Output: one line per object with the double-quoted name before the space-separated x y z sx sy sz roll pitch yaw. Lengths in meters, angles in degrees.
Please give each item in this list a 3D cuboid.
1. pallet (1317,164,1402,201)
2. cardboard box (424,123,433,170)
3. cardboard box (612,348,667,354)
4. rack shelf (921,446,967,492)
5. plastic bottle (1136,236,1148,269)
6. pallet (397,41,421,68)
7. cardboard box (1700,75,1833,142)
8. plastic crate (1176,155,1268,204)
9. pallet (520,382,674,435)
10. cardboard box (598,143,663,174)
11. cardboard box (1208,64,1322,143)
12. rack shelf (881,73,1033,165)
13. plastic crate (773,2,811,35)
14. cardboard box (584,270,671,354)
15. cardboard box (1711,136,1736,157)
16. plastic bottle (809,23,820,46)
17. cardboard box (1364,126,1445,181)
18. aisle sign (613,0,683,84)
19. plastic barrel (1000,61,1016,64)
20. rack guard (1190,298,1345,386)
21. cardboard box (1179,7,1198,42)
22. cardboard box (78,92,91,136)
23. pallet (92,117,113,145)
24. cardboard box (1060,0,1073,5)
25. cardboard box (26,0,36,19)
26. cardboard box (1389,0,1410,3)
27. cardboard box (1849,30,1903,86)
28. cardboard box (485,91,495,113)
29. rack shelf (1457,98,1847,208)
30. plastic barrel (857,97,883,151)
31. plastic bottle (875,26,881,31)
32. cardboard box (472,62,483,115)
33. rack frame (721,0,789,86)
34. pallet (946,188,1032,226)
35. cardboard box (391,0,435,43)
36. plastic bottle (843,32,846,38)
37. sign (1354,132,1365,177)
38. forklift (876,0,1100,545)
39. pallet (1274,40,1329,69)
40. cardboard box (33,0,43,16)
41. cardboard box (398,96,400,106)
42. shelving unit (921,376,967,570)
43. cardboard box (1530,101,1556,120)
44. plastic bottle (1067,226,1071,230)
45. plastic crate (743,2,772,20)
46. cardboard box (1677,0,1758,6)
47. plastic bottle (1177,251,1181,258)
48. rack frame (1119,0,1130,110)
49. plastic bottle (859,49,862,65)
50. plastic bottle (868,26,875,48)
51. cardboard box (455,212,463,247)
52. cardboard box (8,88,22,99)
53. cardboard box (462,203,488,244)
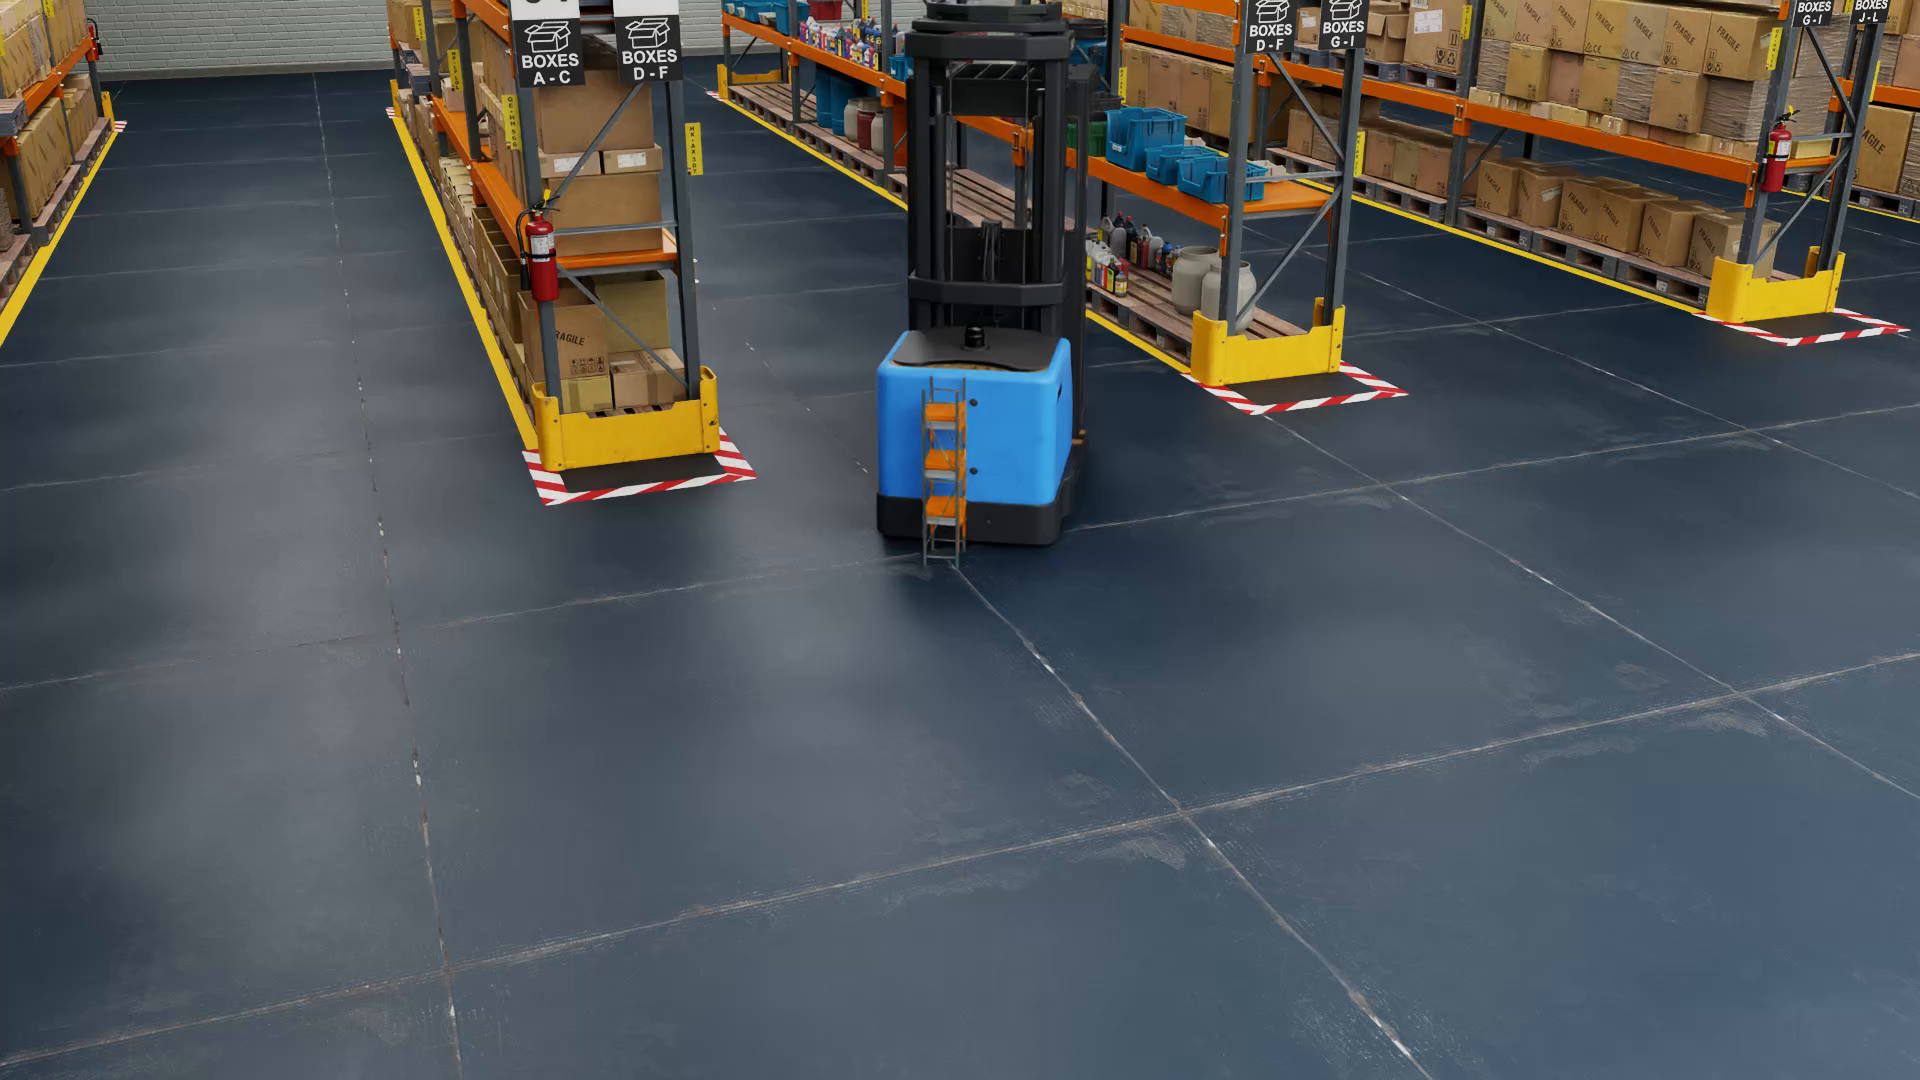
"pallet" 4.931 -4.225 19.503 1.003 0.211 1.213 -8 24 -19
"cardboard box" -5.963 -4.615 19.490 0.500 0.500 0.500 -9 25 -21
"cardboard box" -2.375 -1.305 11.984 0.500 0.250 0.500 -8 24 -19
"rack shelf" -0.087 -0.359 9.277 0.215 0.259 0.240 4 23 9
"plastic bottle" 1.642 -2.599 14.985 0.061 0.283 0.133 -8 24 -19
"pallet" -6.272 -5.939 20.225 1.003 0.211 1.213 -8 24 -19
"cardboard box" 6.887 -3.717 14.195 0.875 0.500 0.500 -8 24 -19
"plastic crate" 1.965 -2.723 12.539 0.499 0.251 0.616 -8 24 -19
"pallet" -2.523 -0.959 11.754 1.003 0.211 1.213 -8 24 -19
"cardboard box" -2.150 -2.489 10.830 0.380 0.149 0.250 -9 24 -19
"cardboard box" 4.005 -5.705 21.618 1.225 0.875 0.875 -10 25 -21
"rack shelf" 0.302 -4.499 17.489 1.077 0.370 4.000 -8 24 -19
"plastic crate" -2.301 -7.154 22.804 0.392 0.384 0.575 -8 24 -19
"cardboard box" -2.373 -1.651 11.839 0.500 0.500 0.500 -8 24 -19
"cardboard box" 6.674 -3.380 14.232 0.380 0.149 0.250 -8 24 -19
"plastic bottle" -1.881 -6.600 21.707 0.152 0.276 0.135 -8 24 -19
"cardboard box" 5.097 -4.439 19.073 0.700 0.500 0.500 -11 25 -24
"aisle sign" -1.903 -3.188 10.105 0.394 0.787 0.004 -8 24 -19
"plastic barrel" 0.617 -4.811 17.127 0.433 0.535 0.433 0 23 0
"rack guard" 2.351 -1.520 12.712 1.175 0.500 0.348 -8 24 -19
"cardboard box" 3.287 -6.983 22.328 0.500 0.500 0.500 -8 24 -18
"cardboard box" -11.802 -5.541 21.713 0.700 0.500 0.500 -9 25 -21
"pallet" -12.143 -5.540 22.622 1.003 0.211 1.213 -8 24 -19
"cardboard box" 1.874 -8.440 25.723 0.500 0.250 0.500 -9 24 -20
"cardboard box" -10.509 -5.868 18.306 0.500 0.250 0.500 -8 24 -18
"cardboard box" 7.057 -8.654 25.909 0.500 0.500 0.500 -8 24 -19
"cardboard box" 10.460 -5.364 18.421 0.875 0.550 0.550 -8 24 -19
"cardboard box" -3.531 -3.462 13.137 0.380 0.149 0.250 -9 24 -20
"rack shelf" 6.349 -3.725 15.653 1.077 0.370 4.000 -8 24 -19
"plastic barrel" -0.992 -5.225 20.850 0.600 0.588 0.708 -8 24 -19
"plastic bottle" -1.021 -6.490 21.445 0.152 0.276 0.135 -8 24 -19
"cardboard box" -4.431 -4.318 16.003 0.500 0.500 0.500 -10 25 -22
"rack frame" -3.230 -8.464 25.970 1.000 3.000 0.127 -8 24 -19
"pallet" 0.261 -3.543 17.884 1.003 0.211 1.213 -8 24 -19
"cardboard box" -6.494 -6.369 20.330 0.700 0.500 0.500 -18 29 -36
"plastic bottle" -1.405 -6.131 20.585 0.061 0.283 0.133 -8 24 -19
"sign" 2.938 -2.852 12.298 0.100 0.325 0.005 -8 24 -19
"forklift" 0.263 -1.862 10.394 1.130 2.935 3.031 4 23 9
"pallet" 4.581 -5.904 20.143 1.213 0.211 1.003 -8 24 -19
"cardboard box" -10.681 -6.055 18.750 0.500 0.250 0.500 -8 24 -18
"cardboard box" -7.951 -6.393 24.137 0.380 0.166 0.250 -8 24 -19
"shelving unit" -0.087 -0.369 9.273 0.215 1.050 0.252 4 23 9
"cardboard box" 5.775 -4.183 16.135 0.380 0.149 0.250 -8 24 -19
"plastic bottle" 0.973 -2.667 15.060 0.144 0.351 0.185 -9 25 -21
"plastic crate" -2.986 -7.801 24.535 0.416 0.233 0.300 -8 24 -19
"cardboard box" 6.768 -4.575 14.944 0.500 0.500 0.500 -8 24 -19
"plastic bottle" 1.952 -2.422 14.581 0.097 0.271 0.097 0 23 0
"rack frame" 2.816 -7.690 24.134 1.000 3.000 0.127 -8 24 -19
"plastic bottle" -1.154 -5.789 19.878 0.097 0.201 0.097 0 23 0
"plastic bottle" -1.131 -6.464 21.389 0.097 0.271 0.097 0 23 0
"cardboard box" -4.581 -3.018 16.048 0.500 0.250 0.500 -8 24 -18
"cardboard box" -9.668 -4.444 16.729 0.380 0.149 0.250 -8 24 -17
"cardboard box" -4.227 -2.906 15.061 0.500 0.311 0.500 -8 24 -18
